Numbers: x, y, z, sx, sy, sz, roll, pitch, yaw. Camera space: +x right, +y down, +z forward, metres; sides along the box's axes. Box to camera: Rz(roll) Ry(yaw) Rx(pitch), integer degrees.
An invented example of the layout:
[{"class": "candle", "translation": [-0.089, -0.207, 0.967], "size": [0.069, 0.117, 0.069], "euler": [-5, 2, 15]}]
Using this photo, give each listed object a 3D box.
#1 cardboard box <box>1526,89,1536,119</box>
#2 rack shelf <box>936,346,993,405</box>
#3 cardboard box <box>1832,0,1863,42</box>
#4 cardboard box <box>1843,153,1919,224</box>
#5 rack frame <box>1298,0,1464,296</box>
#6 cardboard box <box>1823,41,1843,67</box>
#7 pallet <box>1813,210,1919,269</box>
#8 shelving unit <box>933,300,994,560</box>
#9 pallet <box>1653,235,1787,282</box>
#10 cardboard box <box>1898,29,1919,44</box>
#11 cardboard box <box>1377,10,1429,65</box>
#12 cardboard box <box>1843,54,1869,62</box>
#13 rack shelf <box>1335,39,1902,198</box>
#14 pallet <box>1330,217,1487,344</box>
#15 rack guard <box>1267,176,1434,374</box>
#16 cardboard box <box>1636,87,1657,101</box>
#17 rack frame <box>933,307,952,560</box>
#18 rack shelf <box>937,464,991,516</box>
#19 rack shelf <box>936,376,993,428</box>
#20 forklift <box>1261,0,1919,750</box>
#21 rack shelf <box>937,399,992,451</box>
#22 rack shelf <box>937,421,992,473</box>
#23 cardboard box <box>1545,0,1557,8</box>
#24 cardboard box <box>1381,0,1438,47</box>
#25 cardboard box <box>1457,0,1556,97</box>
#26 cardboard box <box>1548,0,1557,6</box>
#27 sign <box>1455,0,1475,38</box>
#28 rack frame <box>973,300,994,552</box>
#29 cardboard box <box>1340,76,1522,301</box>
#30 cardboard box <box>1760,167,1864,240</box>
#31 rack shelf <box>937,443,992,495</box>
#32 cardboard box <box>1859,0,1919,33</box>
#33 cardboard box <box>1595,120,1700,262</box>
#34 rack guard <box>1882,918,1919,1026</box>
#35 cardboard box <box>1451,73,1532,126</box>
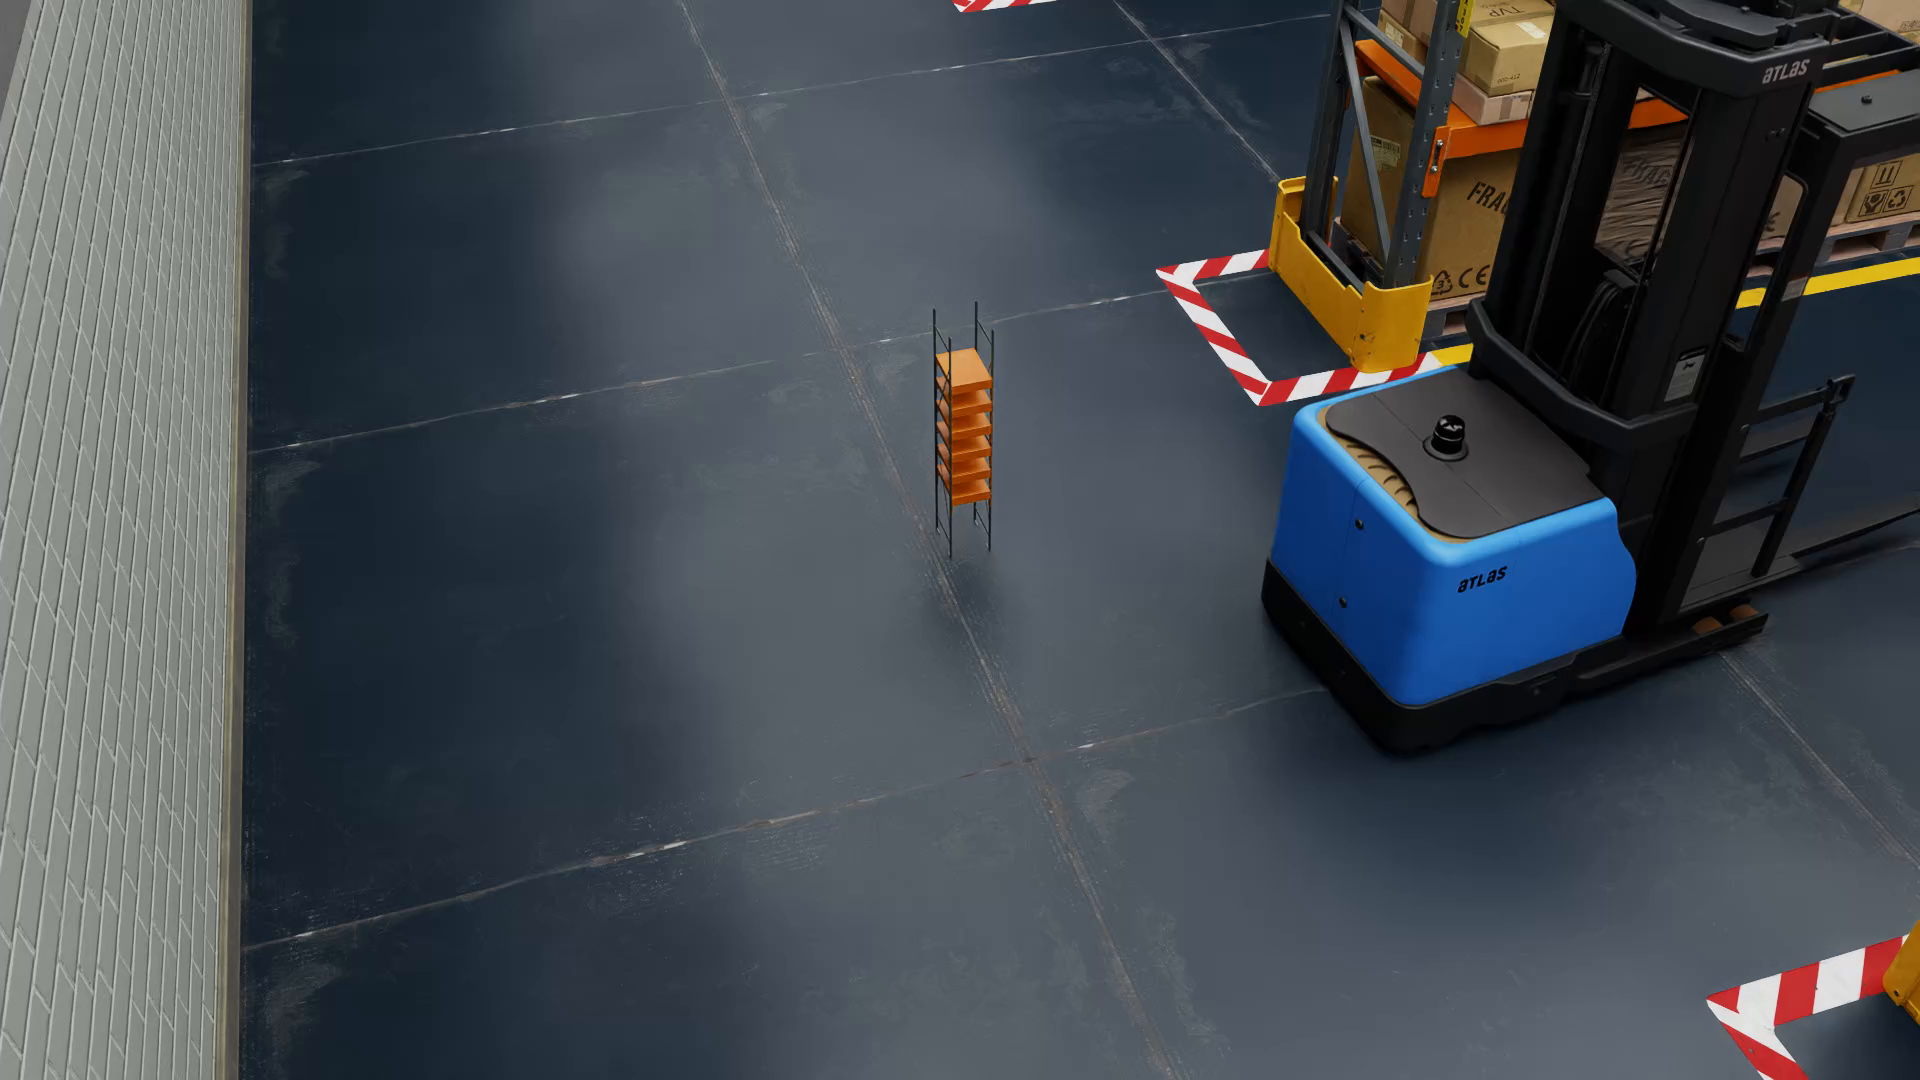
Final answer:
[{"class": "cardboard box", "translation": [2.762, -2.203, 8.032], "size": [0.250, 0.149, 0.380], "euler": [-12, 43, -14]}, {"class": "rack shelf", "translation": [0.014, -0.692, 7.000], "size": [0.180, 0.103, 0.258], "euler": [-12, 42, -13]}, {"class": "cardboard box", "translation": [4.089, -2.674, 8.268], "size": [0.500, 0.250, 0.500], "euler": [-12, 43, -14]}, {"class": "cardboard box", "translation": [5.242, -2.451, 9.421], "size": [0.875, 0.875, 0.875], "euler": [-12, 42, -13]}, {"class": "rack frame", "translation": [2.080, -2.382, 8.047], "size": [0.127, 3.000, 1.000], "euler": [-12, 42, -13]}, {"class": "cardboard box", "translation": [4.234, -2.509, 8.382], "size": [0.250, 0.149, 0.380], "euler": [-11, 42, -12]}, {"class": "pallet", "translation": [5.146, -2.022, 9.753], "size": [1.213, 0.211, 1.003], "euler": [-12, 42, -13]}, {"class": "shelving unit", "translation": [0.014, -0.455, 7.208], "size": [0.189, 1.200, 0.258], "euler": [-12, 42, -13]}, {"class": "pallet", "translation": [3.981, -1.778, 9.474], "size": [1.213, 0.211, 1.003], "euler": [-12, 42, -13]}, {"class": "cardboard box", "translation": [4.721, -2.609, 8.497], "size": [0.250, 0.149, 0.380], "euler": [-11, 42, -12]}, {"class": "cardboard box", "translation": [2.321, -2.565, 8.446], "size": [0.250, 0.149, 0.380], "euler": [-11, 42, -12]}, {"class": "cardboard box", "translation": [4.477, -2.558, 8.439], "size": [0.250, 0.149, 0.380], "euler": [-12, 43, -14]}, {"class": "rack shelf", "translation": [3.988, -2.507, 8.736], "size": [4.000, 0.370, 1.077], "euler": [-12, 42, -13]}, {"class": "pallet", "translation": [2.819, -1.539, 9.201], "size": [1.213, 0.211, 1.003], "euler": [-12, 42, -13]}, {"class": "rack guard", "translation": [2.057, -1.436, 8.864], "size": [0.348, 0.500, 1.175], "euler": [-12, 42, -13]}, {"class": "cardboard box", "translation": [3.254, -2.306, 8.150], "size": [0.250, 0.149, 0.380], "euler": [-12, 43, -14]}, {"class": "rack frame", "translation": [-0.073, -0.437, 7.187], "size": [0.006, 1.200, 0.240], "euler": [-12, 42, -13]}, {"class": "rack shelf", "translation": [0.014, -0.241, 7.395], "size": [0.180, 0.103, 0.258], "euler": [-12, 42, -13]}, {"class": "rack shelf", "translation": [0.014, -0.602, 7.079], "size": [0.180, 0.103, 0.258], "euler": [-12, 42, -13]}, {"class": "forklift", "translation": [2.867, -0.917, 6.422], "size": [3.031, 2.935, 1.130], "euler": [-16, 44, -18]}, {"class": "rack shelf", "translation": [0.014, -0.512, 7.158], "size": [0.180, 0.103, 0.258], "euler": [-12, 42, -13]}, {"class": "rack shelf", "translation": [0.014, -0.421, 7.237], "size": [0.180, 0.103, 0.258], "euler": [-12, 42, -13]}, {"class": "cardboard box", "translation": [3.113, -2.470, 8.035], "size": [0.500, 0.250, 0.500], "euler": [-12, 43, -14]}, {"class": "cardboard box", "translation": [2.462, -2.700, 8.298], "size": [0.500, 0.250, 0.500], "euler": [-12, 43, -14]}, {"class": "cardboard box", "translation": [2.619, -2.363, 7.913], "size": [0.500, 0.250, 0.500], "euler": [-13, 43, -14]}, {"class": "cardboard box", "translation": [3.096, -2.745, 7.779], "size": [0.500, 0.500, 0.500], "euler": [-13, 43, -14]}, {"class": "sign", "translation": [2.241, -2.389, 7.336], "size": [0.005, 0.325, 0.100], "euler": [-12, 42, -13]}, {"class": "rack frame", "translation": [0.101, -0.473, 7.229], "size": [0.006, 1.200, 0.240], "euler": [-12, 42, -13]}, {"class": "cardboard box", "translation": [2.666, -1.917, 8.810], "size": [0.875, 0.875, 0.875], "euler": [-12, 42, -13]}, {"class": "cardboard box", "translation": [4.383, -2.273, 9.217], "size": [0.875, 0.875, 0.875], "euler": [-12, 42, -13]}, {"class": "rack shelf", "translation": [0.014, -0.331, 7.316], "size": [0.180, 0.103, 0.258], "euler": [-12, 42, -13]}, {"class": "cardboard box", "translation": [4.573, -2.772, 8.380], "size": [0.500, 0.250, 0.500], "euler": [-11, 42, -12]}, {"class": "cardboard box", "translation": [3.534, -2.097, 9.016], "size": [0.875, 0.875, 0.875], "euler": [-12, 42, -13]}, {"class": "rack guard", "translation": [3.549, 1.680, 5.297], "size": [0.348, 0.500, 1.175], "euler": [-12, 42, -13]}, {"class": "cardboard box", "translation": [2.518, -2.151, 7.973], "size": [0.250, 0.149, 0.380], "euler": [-11, 42, -13]}]
